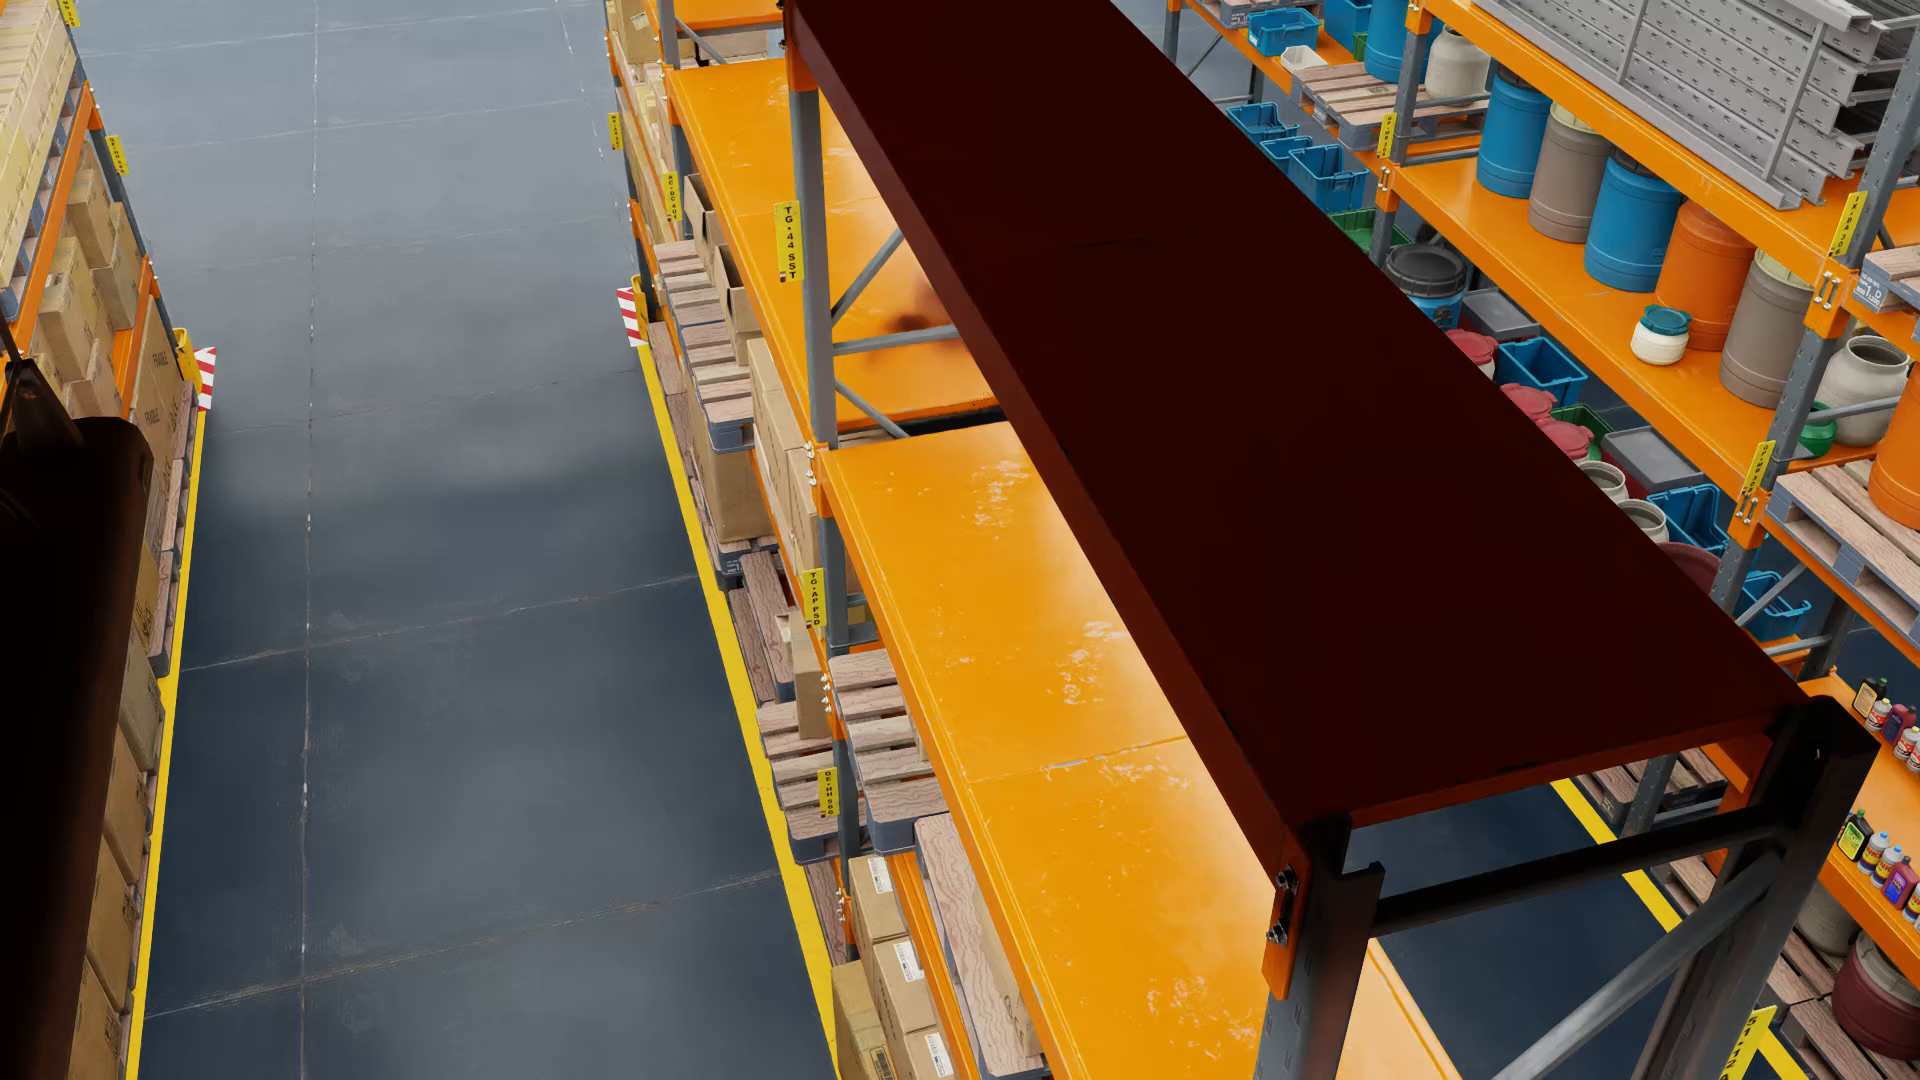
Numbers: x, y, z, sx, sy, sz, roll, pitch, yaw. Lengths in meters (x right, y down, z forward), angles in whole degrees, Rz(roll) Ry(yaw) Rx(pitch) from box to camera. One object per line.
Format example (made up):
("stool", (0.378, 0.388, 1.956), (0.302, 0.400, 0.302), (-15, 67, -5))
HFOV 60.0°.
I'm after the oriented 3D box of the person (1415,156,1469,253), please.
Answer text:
("person", (4.431, -2.944, 15.243), (0.592, 1.685, 0.684), (-7, 39, -9))
